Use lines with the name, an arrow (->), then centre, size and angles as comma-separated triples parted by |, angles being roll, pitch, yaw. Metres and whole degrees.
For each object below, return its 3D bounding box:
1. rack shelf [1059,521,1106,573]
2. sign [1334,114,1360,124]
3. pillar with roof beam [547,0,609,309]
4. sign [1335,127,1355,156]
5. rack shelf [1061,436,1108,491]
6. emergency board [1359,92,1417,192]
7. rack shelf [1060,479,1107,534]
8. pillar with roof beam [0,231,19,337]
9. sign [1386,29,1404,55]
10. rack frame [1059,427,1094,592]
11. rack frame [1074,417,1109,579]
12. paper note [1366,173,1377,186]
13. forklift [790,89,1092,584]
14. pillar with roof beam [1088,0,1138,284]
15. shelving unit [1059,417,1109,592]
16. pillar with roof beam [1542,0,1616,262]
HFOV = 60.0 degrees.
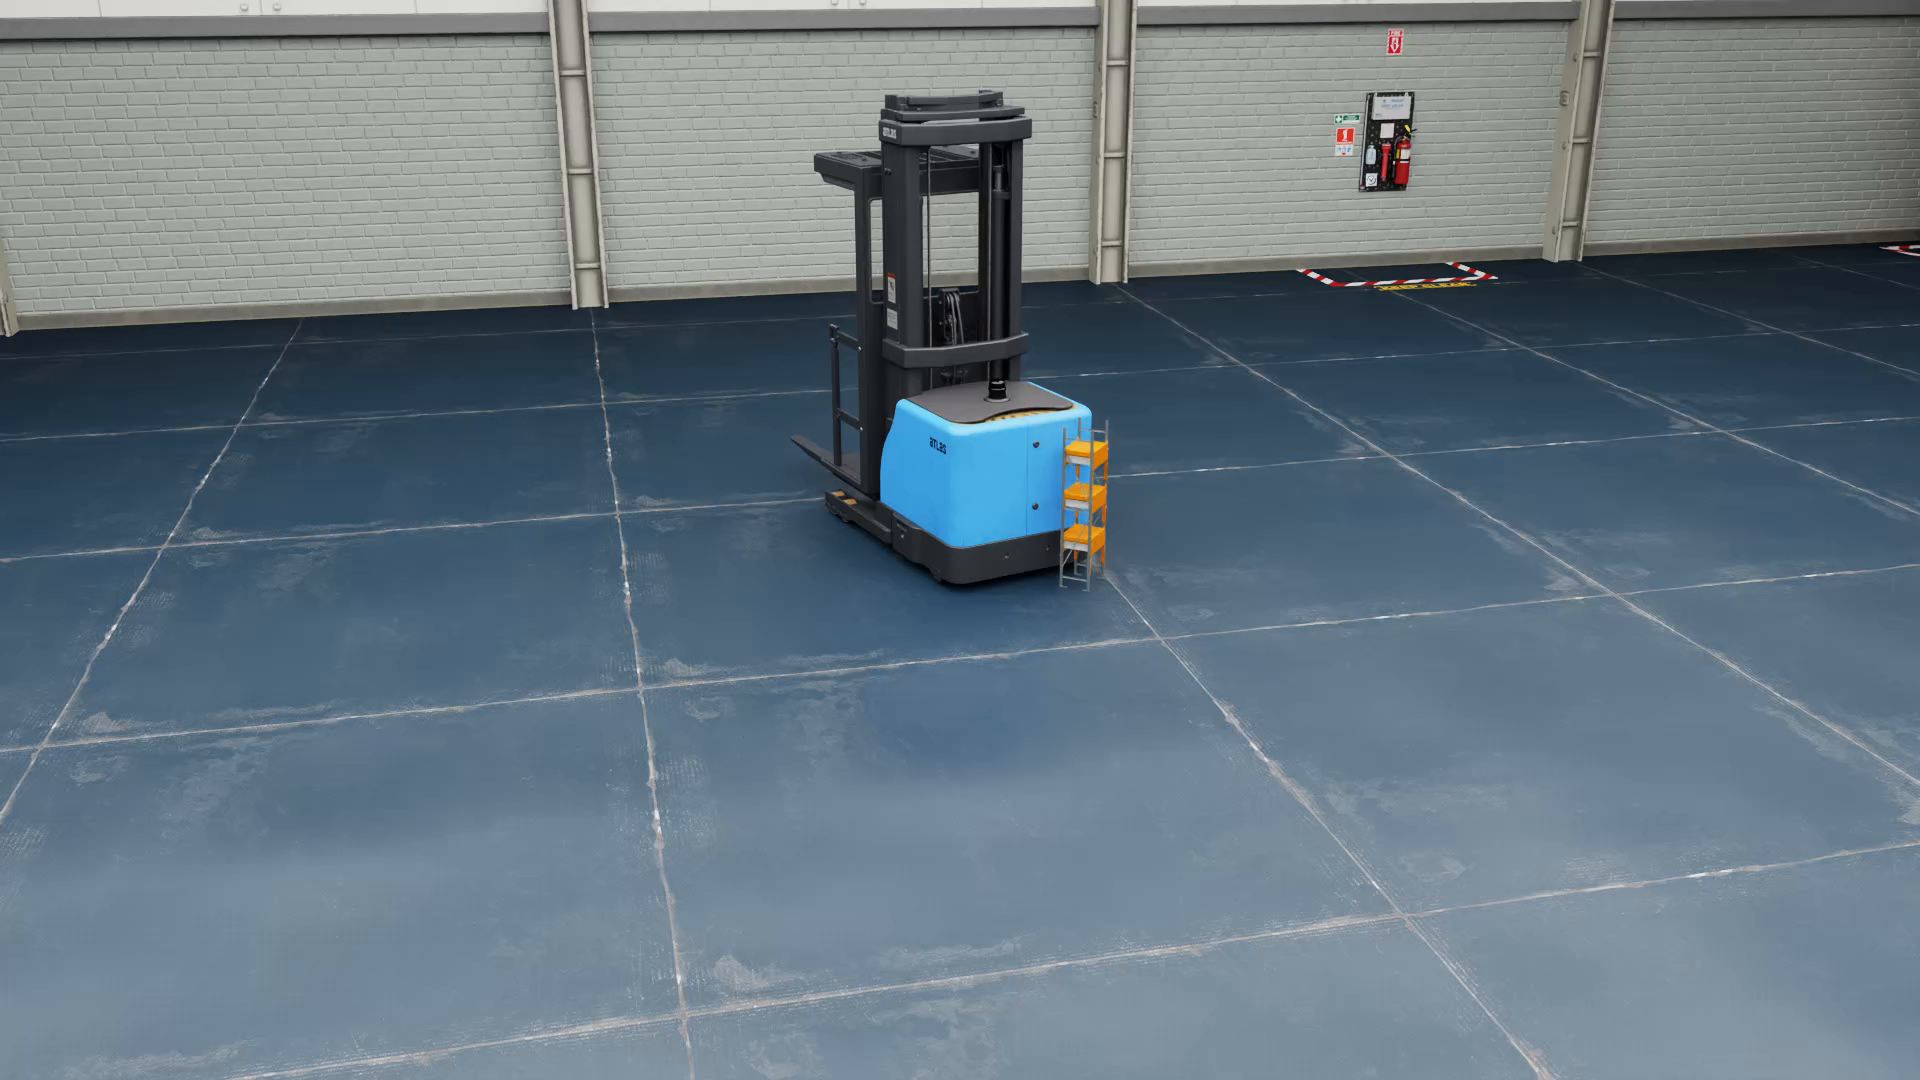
rack shelf -> 0.773, 0.051, 10.487 | 0.215, 0.259, 0.240 | 9, 22, 24
sign -> 4.621, -5.023, 19.844 | 0.331, 0.109, 0.001 | -5, 21, -12
pillar with roof beam -> -3.098, -5.378, 12.914 | 0.400, 9.000, 9.100 | -5, 21, -12
sign -> 4.614, -4.777, 19.942 | 0.234, 0.329, 0.001 | -5, 21, -12
rack shelf -> 0.773, -0.476, 10.294 | 0.215, 0.259, 0.240 | 9, 22, 24
emergency board -> 5.176, -4.769, 19.974 | 0.643, 1.169, 0.194 | -5, 21, -12
rack shelf -> 0.773, -0.210, 10.391 | 0.215, 0.259, 0.240 | 9, 22, 24
pillar with roof beam -> -8.937, -4.903, 11.618 | 0.400, 9.000, 9.100 | -5, 21, -12
sign -> 5.145, -5.891, 19.664 | 0.199, 0.298, 0.001 | -5, 21, -12
rack frame -> 0.720, -0.182, 10.285 | 0.200, 1.050, 0.008 | 9, 22, 24
rack frame -> 0.826, -0.257, 10.491 | 0.200, 1.050, 0.008 | 9, 22, 24
paper note -> 4.988, -4.365, 20.150 | 0.142, 0.148, 0.016 | -5, 21, -12
forklift -> -0.298, -1.565, 11.326 | 1.130, 2.935, 3.031 | -11, 23, -27
pillar with roof beam -> 2.741, -5.853, 14.211 | 0.400, 9.000, 9.100 | -5, 21, -12
shelving unit -> 0.773, -0.220, 10.388 | 0.215, 1.050, 0.252 | 9, 22, 24
pillar with roof beam -> 8.580, -6.328, 15.507 | 0.400, 9.000, 9.100 | -5, 21, -12
